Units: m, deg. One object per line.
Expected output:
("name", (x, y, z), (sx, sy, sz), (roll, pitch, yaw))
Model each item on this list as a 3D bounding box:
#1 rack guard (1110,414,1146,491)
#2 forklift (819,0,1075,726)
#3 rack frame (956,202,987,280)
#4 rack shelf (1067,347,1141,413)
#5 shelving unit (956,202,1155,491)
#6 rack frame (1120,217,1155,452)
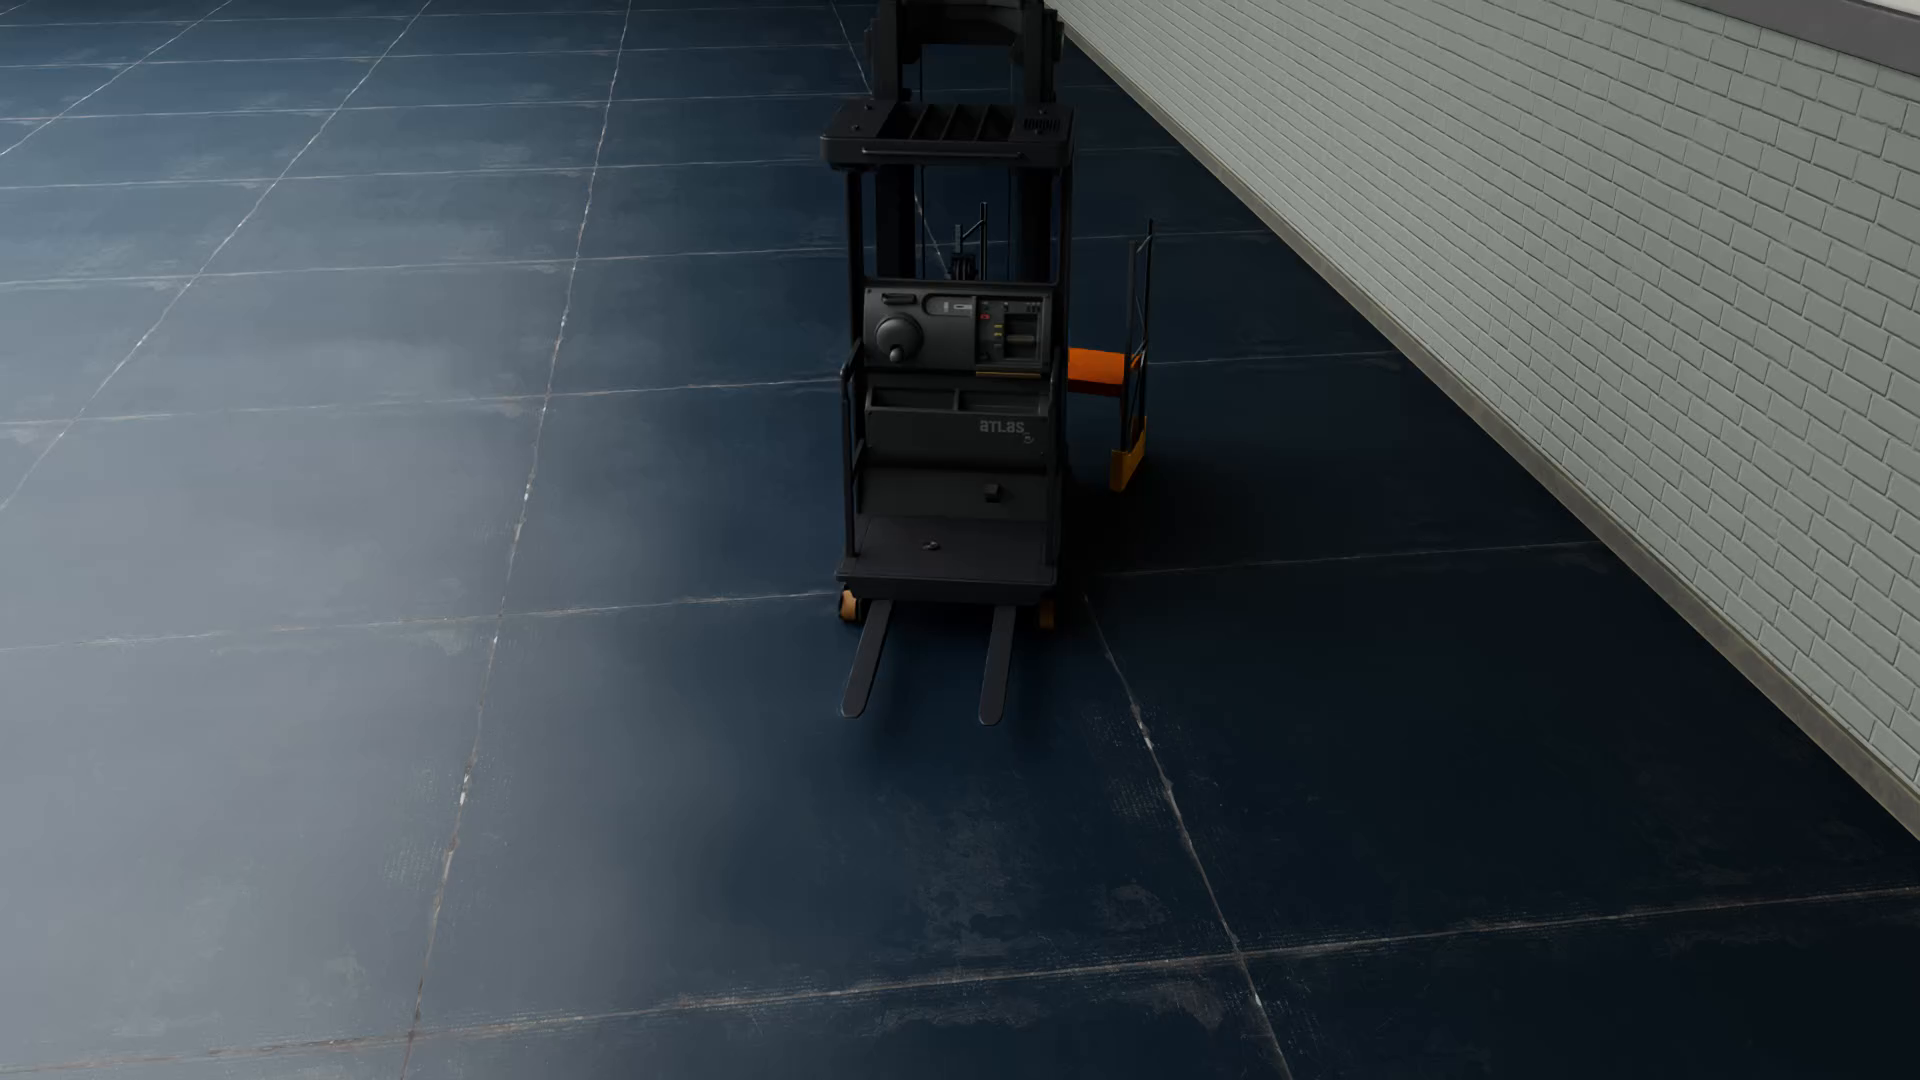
("rack guard", (1.014, -0.531, 10.011), (0.087, 0.250, 0.587), (9, 28, 17))
("forklift", (-0.030, -1.007, 8.003), (1.130, 2.935, 3.031), (3, 27, 5))
("rack frame", (0.069, -1.233, 10.009), (0.032, 1.500, 0.500), (9, 28, 17))
("rack shelf", (0.551, -0.998, 9.947), (1.000, 0.185, 0.538), (9, 28, 17))
("shelving unit", (0.542, -1.160, 9.867), (1.083, 1.500, 0.587), (9, 28, 17))
("rack frame", (1.032, -1.084, 9.720), (0.032, 1.500, 0.500), (9, 28, 17))
